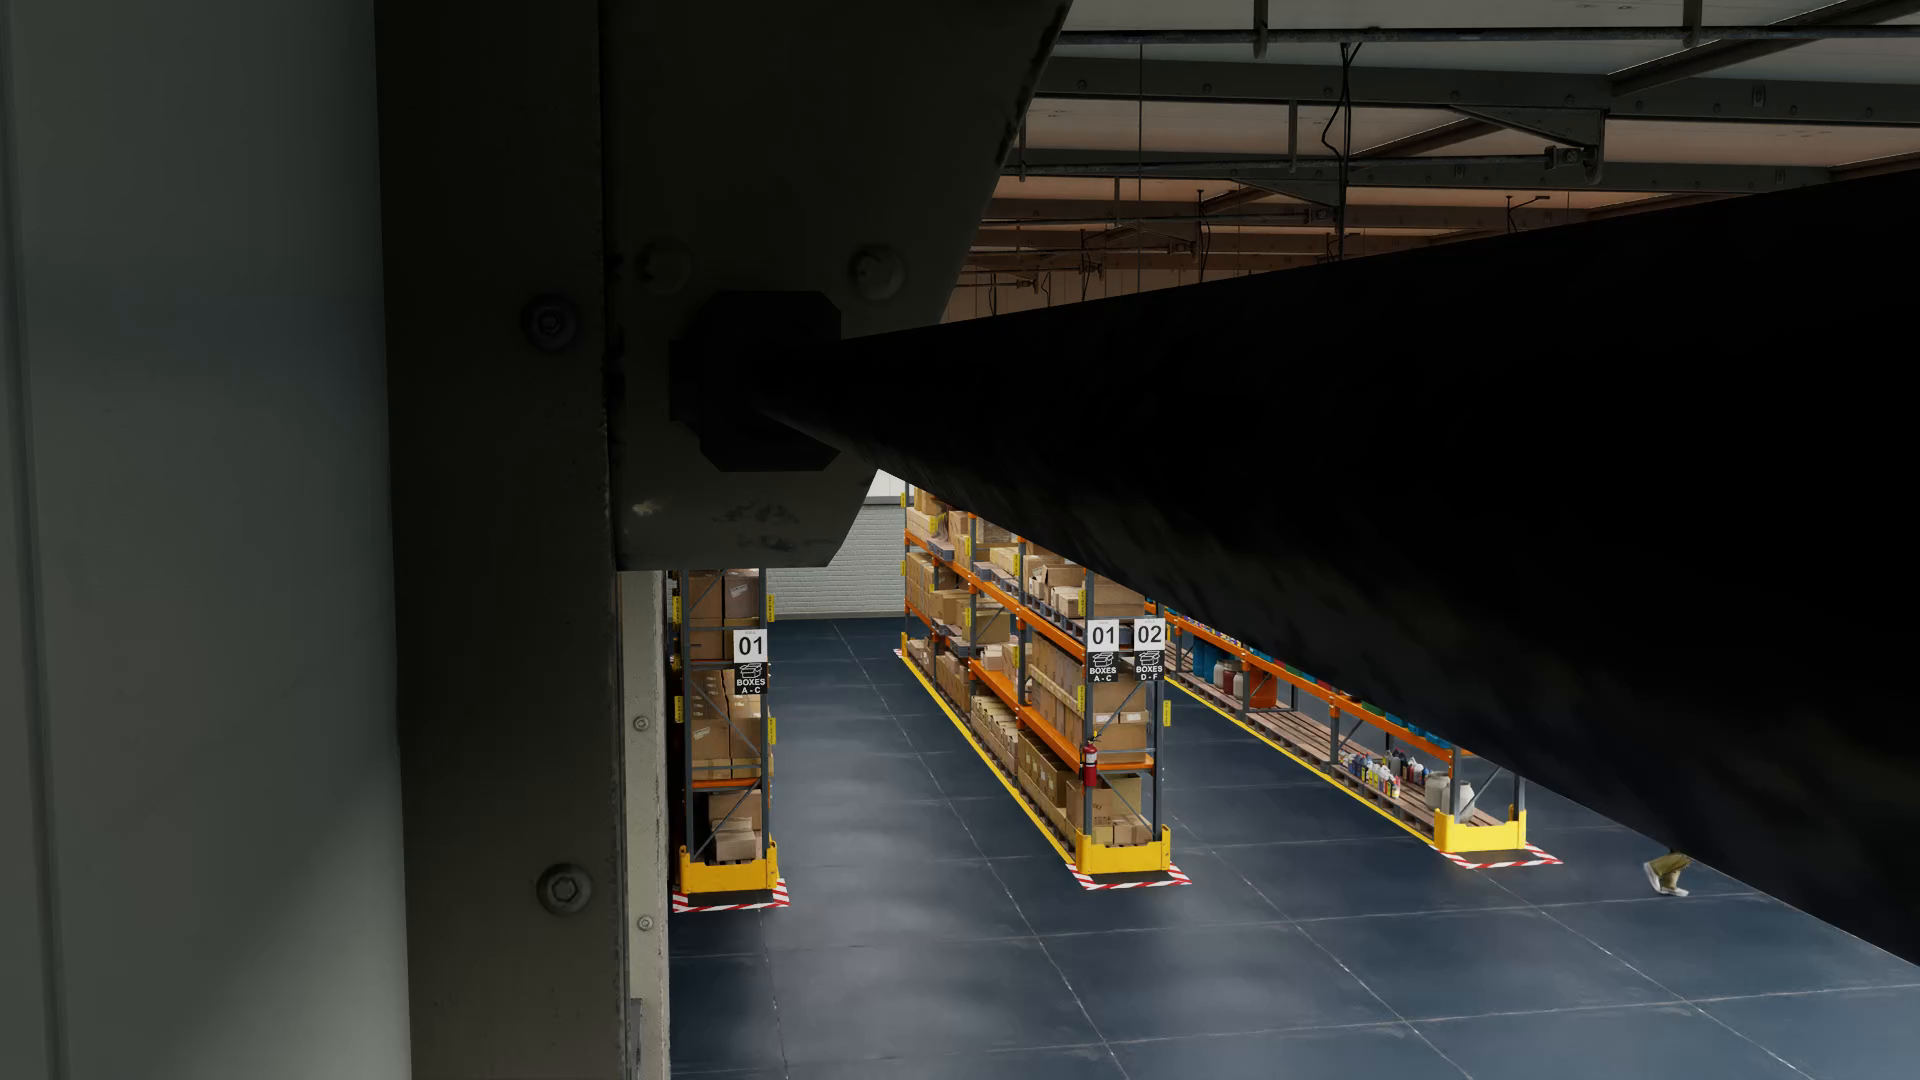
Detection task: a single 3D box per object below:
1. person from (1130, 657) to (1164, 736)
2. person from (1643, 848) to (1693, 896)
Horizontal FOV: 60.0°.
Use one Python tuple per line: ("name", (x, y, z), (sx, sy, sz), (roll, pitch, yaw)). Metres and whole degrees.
("person", (3.238, 2.452, 28.785), (0.683, 1.808, 0.845), (-2, 6, -19))
("person", (8.578, 3.401, 19.969), (0.673, 1.747, 0.700), (2, 6, 19))
